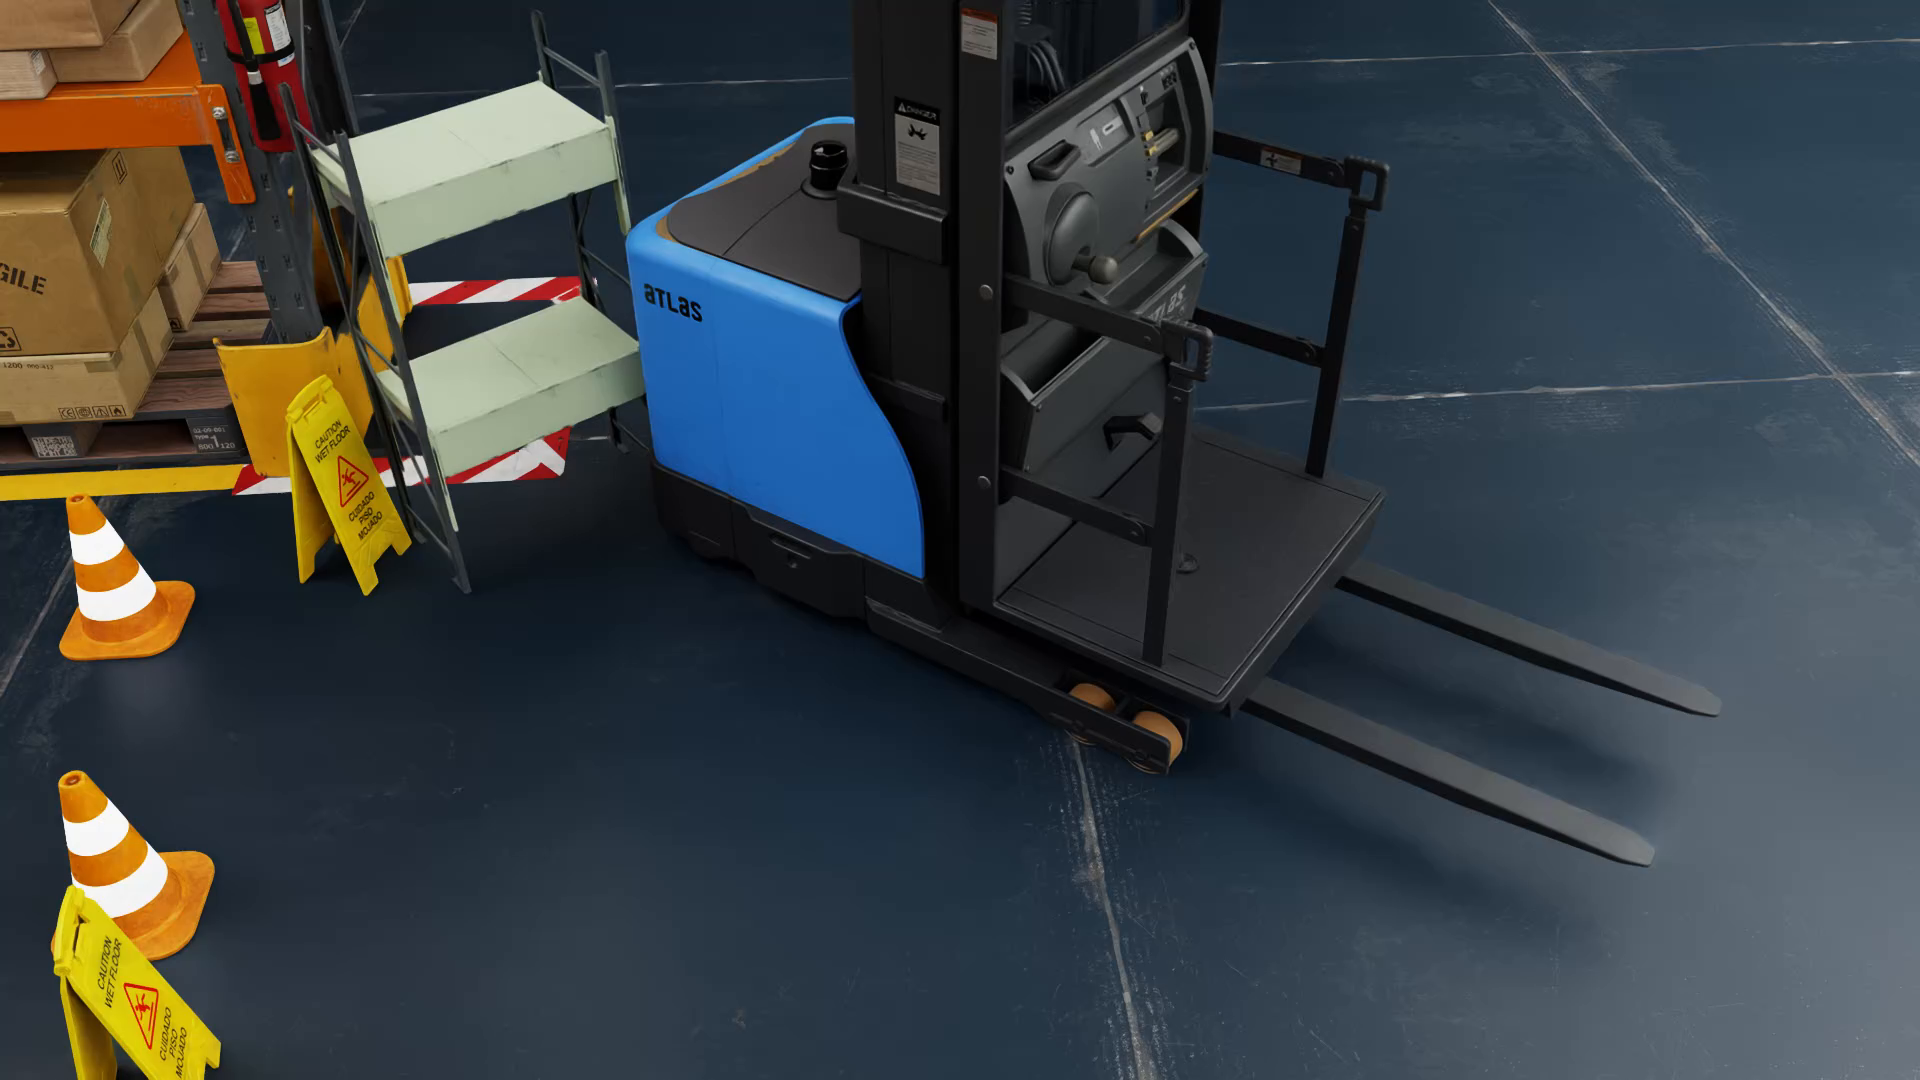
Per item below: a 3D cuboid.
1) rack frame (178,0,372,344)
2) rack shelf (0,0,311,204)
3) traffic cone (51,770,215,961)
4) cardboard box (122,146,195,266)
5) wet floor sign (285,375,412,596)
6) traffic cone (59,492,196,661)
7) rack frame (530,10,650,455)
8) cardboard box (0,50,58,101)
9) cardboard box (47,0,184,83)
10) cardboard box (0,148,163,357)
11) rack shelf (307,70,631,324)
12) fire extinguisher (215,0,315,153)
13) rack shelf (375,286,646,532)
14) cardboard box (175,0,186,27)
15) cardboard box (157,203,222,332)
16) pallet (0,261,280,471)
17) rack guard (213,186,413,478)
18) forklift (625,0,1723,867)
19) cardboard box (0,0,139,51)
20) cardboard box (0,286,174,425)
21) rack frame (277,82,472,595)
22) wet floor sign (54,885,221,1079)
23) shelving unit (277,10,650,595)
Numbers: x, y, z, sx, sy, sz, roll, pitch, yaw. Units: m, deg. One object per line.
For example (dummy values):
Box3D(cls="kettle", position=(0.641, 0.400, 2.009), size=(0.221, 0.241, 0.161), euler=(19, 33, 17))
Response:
Box3D(cls="rack frame", position=(-2.155, -1.755, 5.052), size=(0.127, 3.000, 1.000), euler=(-3, 38, -4))
Box3D(cls="rack shelf", position=(-4.147, -1.363, 5.136), size=(4.000, 0.370, 1.077), euler=(-3, 38, -4))
Box3D(cls="traffic cone", position=(-2.032, 0.727, 3.955), size=(0.334, 0.463, 0.336), euler=(-3, 38, -4))
Box3D(cls="cardboard box", position=(-3.006, -1.259, 5.700), size=(0.500, 0.500, 0.500), euler=(-4, 38, -5))
Box3D(cls="wet floor sign", position=(-1.871, -0.181, 4.958), size=(0.232, 0.644, 0.267), euler=(9, 39, 12))
Box3D(cls="traffic cone", position=(-2.469, 0.061, 4.800), size=(0.334, 0.463, 0.336), euler=(-3, 38, -4))
Box3D(cls="rack frame", position=(-1.062, -0.815, 5.039), size=(0.023, 1.500, 0.400), euler=(-28, 46, -28))
Box3D(cls="cardboard box", position=(-2.751, -1.421, 4.833), size=(0.250, 0.149, 0.380), euler=(-4, 38, -5))
Box3D(cls="cardboard box", position=(-2.508, -1.504, 4.937), size=(0.250, 0.149, 0.380), euler=(-2, 38, -2))
Box3D(cls="cardboard box", position=(-2.930, -0.930, 5.282), size=(0.500, 0.500, 0.500), euler=(-3, 38, -4))
Box3D(cls="rack shelf", position=(-1.354, -0.967, 4.617), size=(0.720, 0.370, 0.431), euler=(-28, 46, -28))
Box3D(cls="fire extinguisher", position=(-2.000, -1.446, 4.724), size=(0.183, 0.674, 0.296), euler=(-3, 38, -4))
Box3D(cls="rack shelf", position=(-1.340, -0.412, 5.071), size=(0.720, 0.370, 0.431), euler=(-28, 46, -28))
Box3D(cls="cardboard box", position=(-2.512, -1.765, 5.269), size=(0.250, 0.149, 0.380), euler=(-3, 38, -4))
Box3D(cls="cardboard box", position=(-2.983, -0.967, 5.934), size=(0.500, 0.250, 0.500), euler=(-3, 38, -4))
Box3D(cls="pallet", position=(-3.043, -0.633, 5.882), size=(1.213, 0.211, 1.003), euler=(-3, 38, -4))
Box3D(cls="rack guard", position=(-2.231, -0.769, 5.821), size=(0.348, 0.500, 1.175), euler=(-3, 38, -4))
Box3D(cls="forklift", position=(0.557, -0.903, 4.028), size=(3.031, 2.935, 1.130), euler=(23, 44, 26))
Box3D(cls="cardboard box", position=(-2.671, -1.711, 4.676), size=(0.500, 0.500, 0.500), euler=(-4, 38, -5))
Box3D(cls="cardboard box", position=(-2.960, -0.629, 5.506), size=(0.500, 0.250, 0.500), euler=(-3, 38, -4))
Box3D(cls="rack frame", position=(-1.631, -0.514, 4.690), size=(0.023, 1.500, 0.400), euler=(-28, 46, -28))
Box3D(cls="wet floor sign", position=(-1.762, 0.995, 3.468), size=(0.232, 0.644, 0.267), euler=(-9, 39, -12))
Box3D(cls="shelving unit", position=(-1.346, -0.665, 4.864), size=(0.755, 1.500, 0.431), euler=(-28, 46, -28))
